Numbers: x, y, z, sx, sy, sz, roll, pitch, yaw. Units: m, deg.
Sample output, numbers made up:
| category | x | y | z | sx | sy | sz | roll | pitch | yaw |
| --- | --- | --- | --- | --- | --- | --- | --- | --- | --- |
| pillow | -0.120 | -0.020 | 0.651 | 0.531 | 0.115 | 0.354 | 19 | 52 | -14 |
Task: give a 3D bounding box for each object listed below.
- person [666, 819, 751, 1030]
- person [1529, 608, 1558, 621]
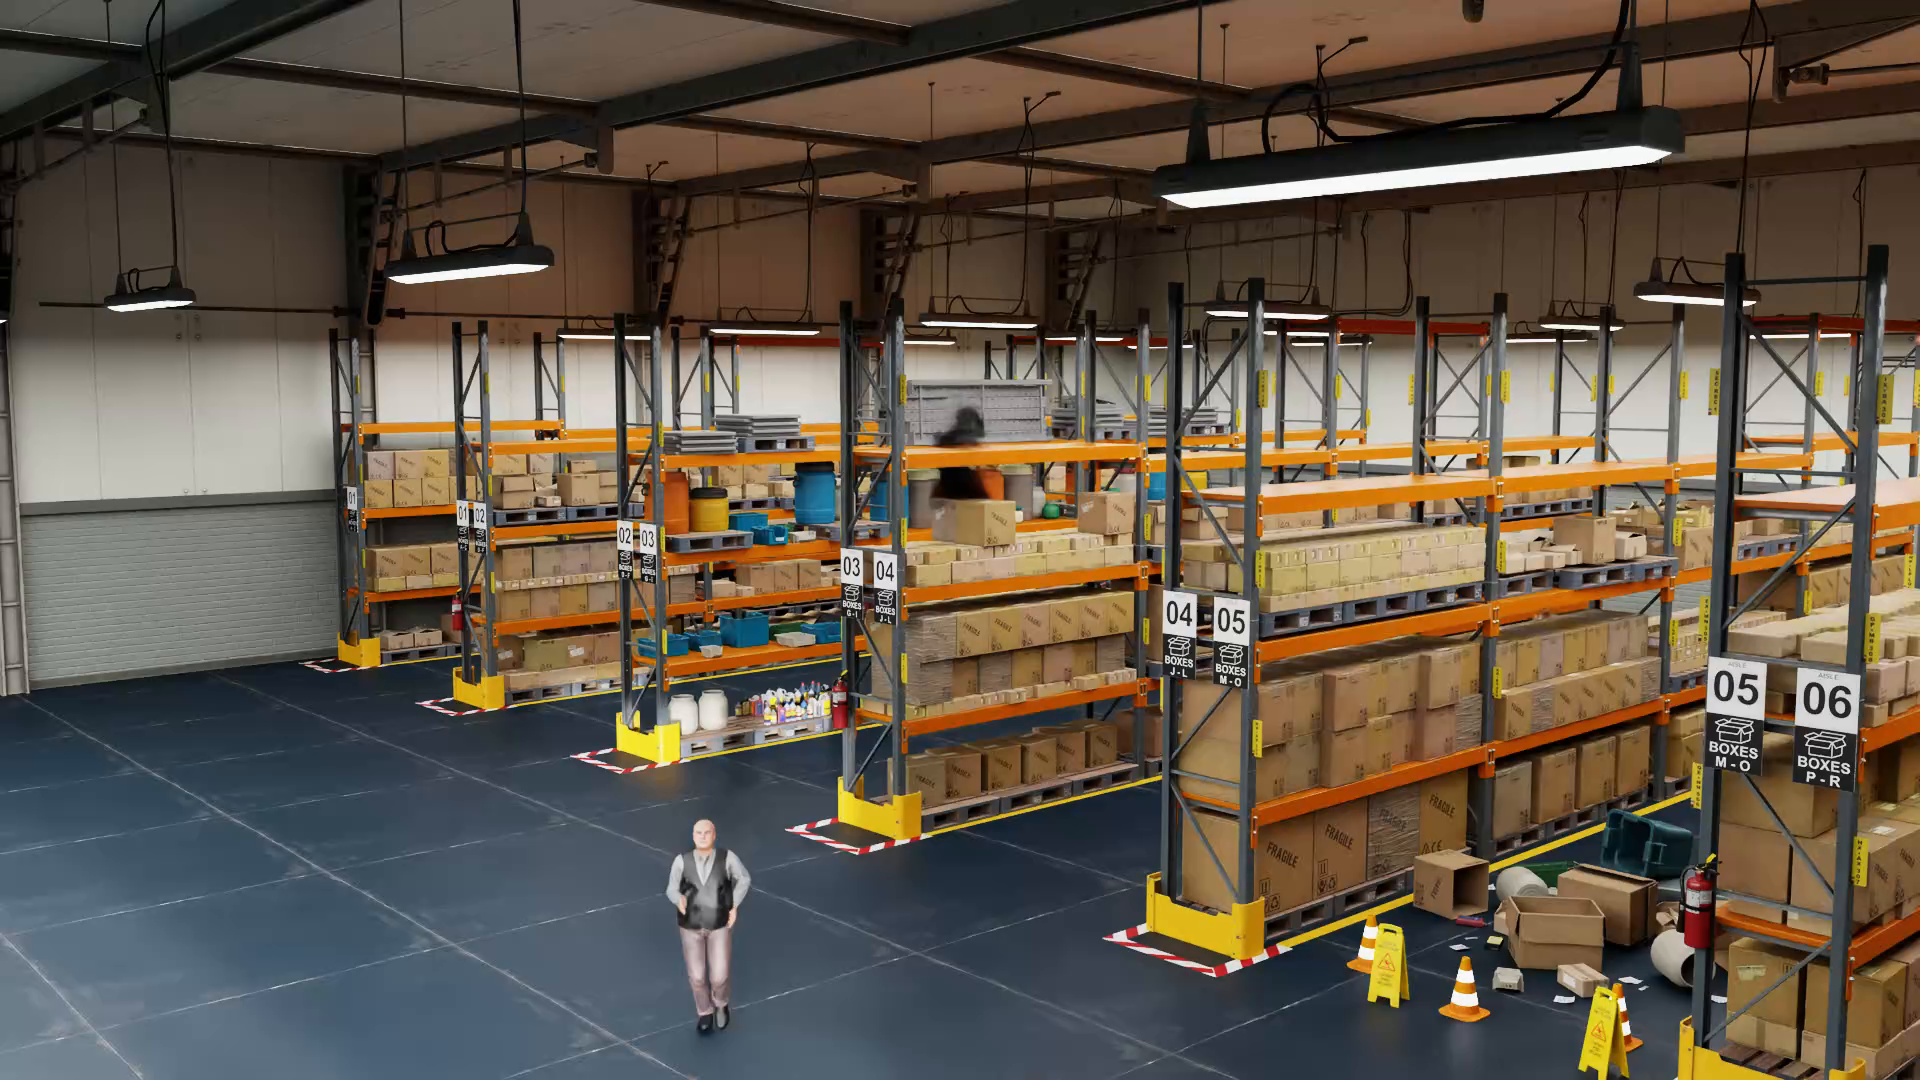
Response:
| category | x | y | z | sx | sy | sz | roll | pitch | yaw |
| --- | --- | --- | --- | --- | --- | --- | --- | --- | --- |
| person | -1.977 | 3.037 | 12.977 | 0.646 | 1.688 | 0.606 | 0 | 6 | -2 |
| person | 8.904 | 1.774 | 25.234 | 0.793 | 1.845 | 0.646 | -5 | 8 | -44 |
